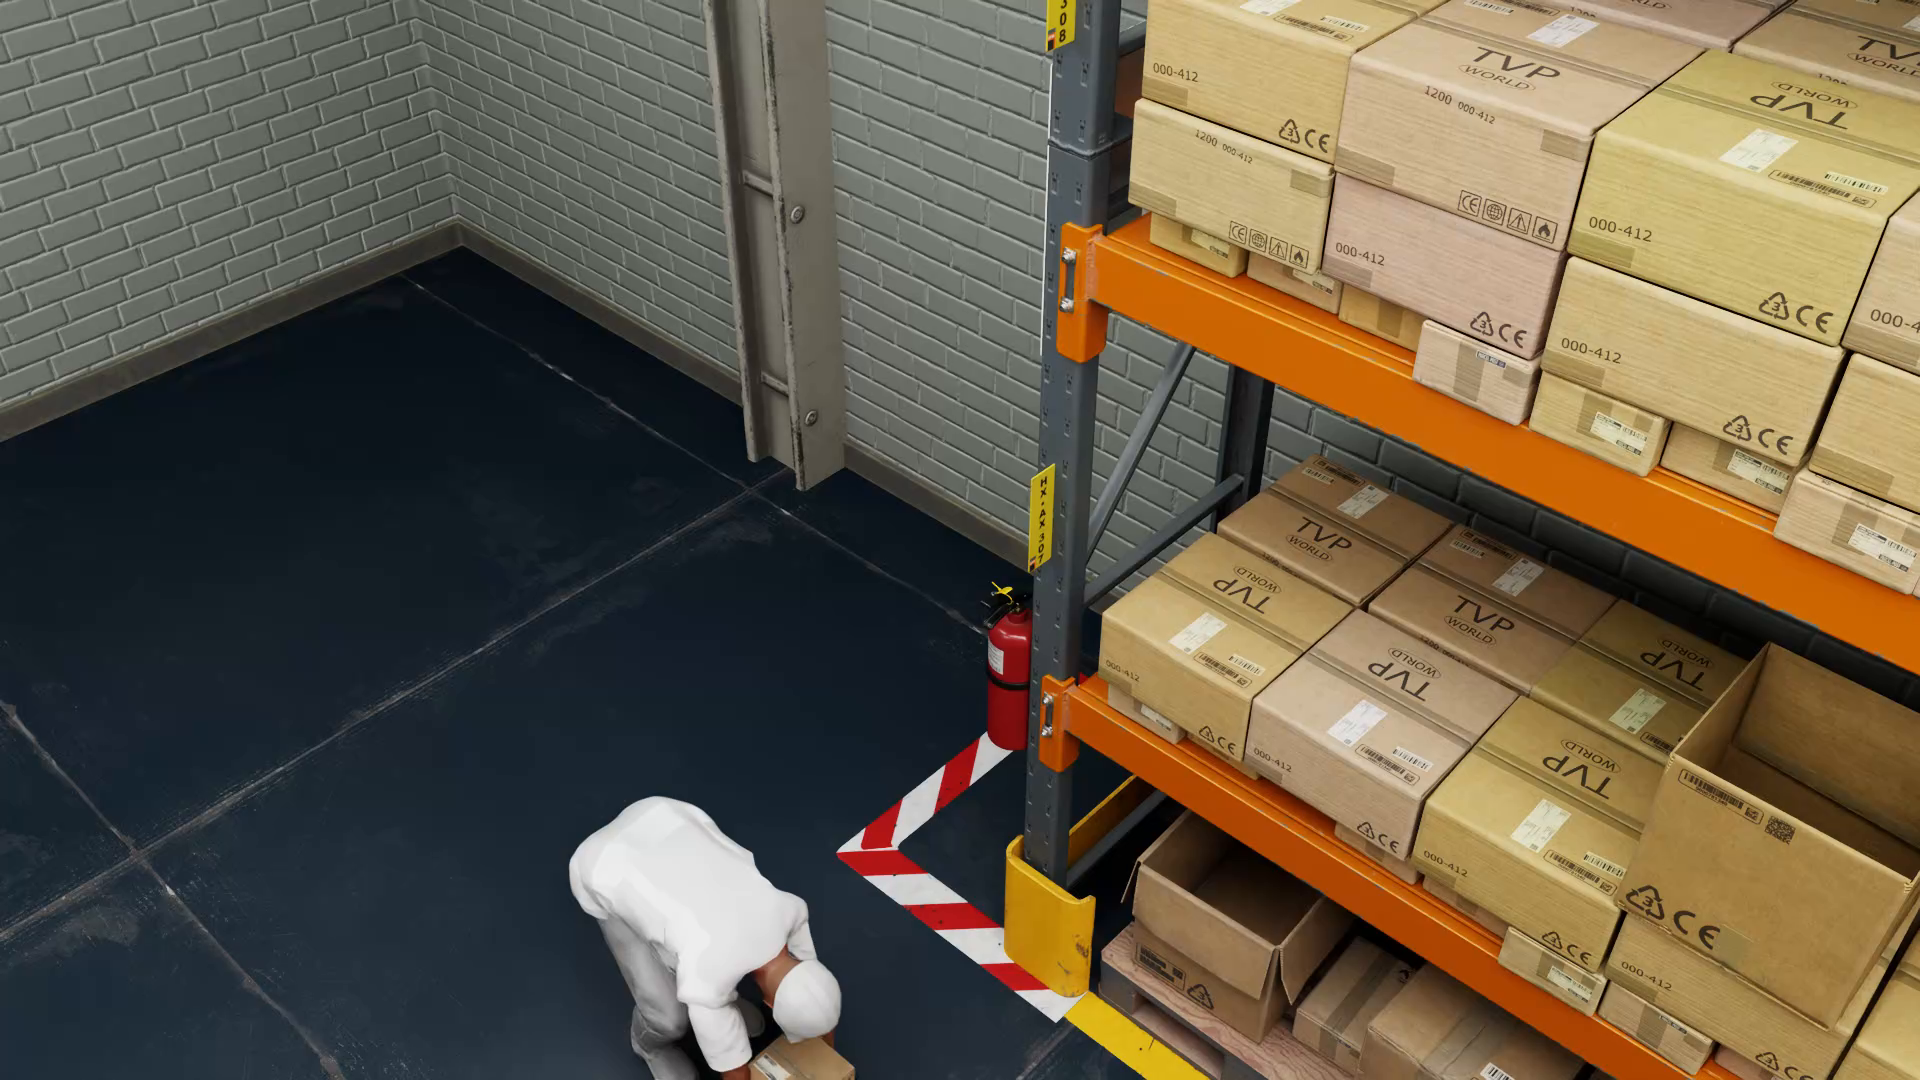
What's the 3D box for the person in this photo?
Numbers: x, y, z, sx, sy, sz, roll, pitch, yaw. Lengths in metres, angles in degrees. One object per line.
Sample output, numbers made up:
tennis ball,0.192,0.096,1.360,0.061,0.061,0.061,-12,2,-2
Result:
person,-0.861,0.951,4.970,0.454,1.761,0.636,28,47,30
